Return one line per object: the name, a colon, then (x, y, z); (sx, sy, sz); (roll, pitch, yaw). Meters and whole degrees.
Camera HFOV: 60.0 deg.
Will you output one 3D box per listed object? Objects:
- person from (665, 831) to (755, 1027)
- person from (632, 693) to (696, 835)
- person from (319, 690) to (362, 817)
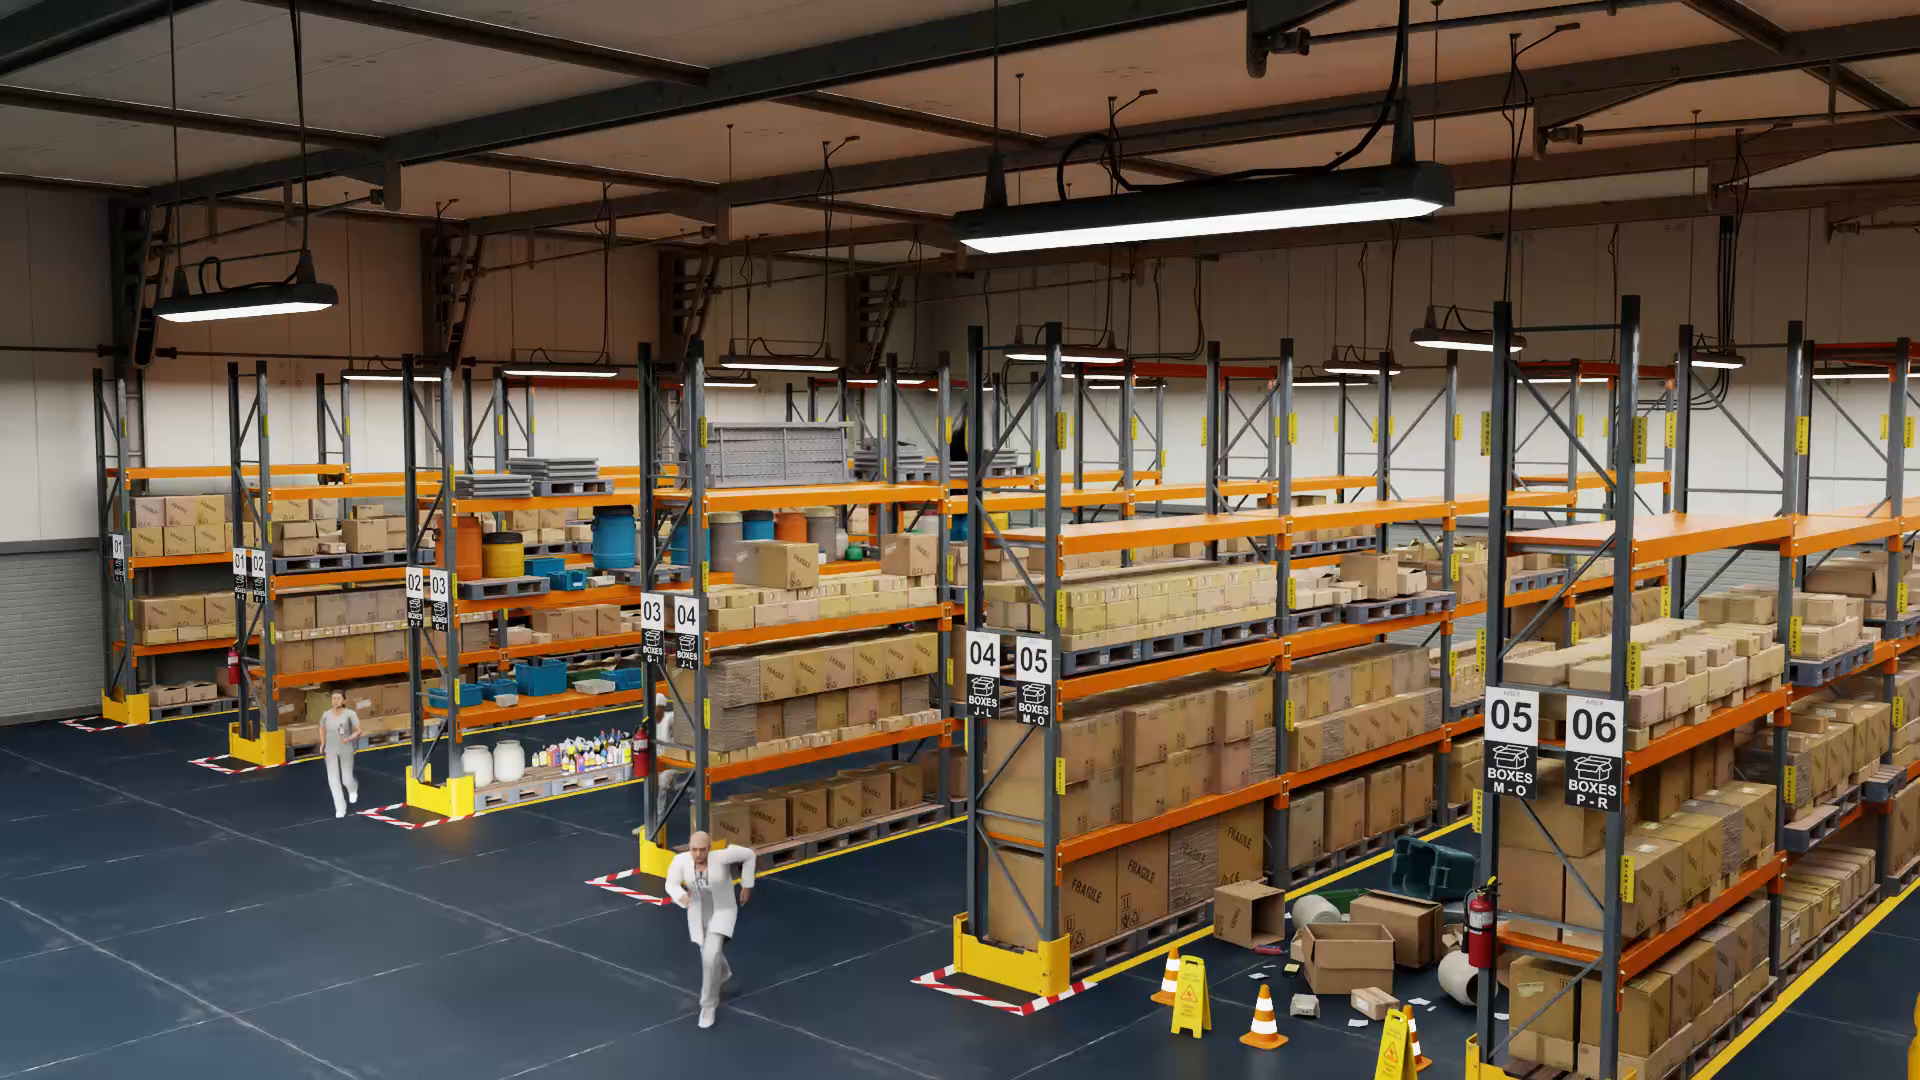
person: (-2.137, 3.312, 14.402); (0.751, 1.706, 1.038); (0, 4, 6)
person: (-3.615, 2.756, 20.804); (0.715, 1.735, 1.091); (3, 5, 39)
person: (-8.074, 2.752, 21.671); (0.563, 1.632, 0.697); (0, 4, -5)
